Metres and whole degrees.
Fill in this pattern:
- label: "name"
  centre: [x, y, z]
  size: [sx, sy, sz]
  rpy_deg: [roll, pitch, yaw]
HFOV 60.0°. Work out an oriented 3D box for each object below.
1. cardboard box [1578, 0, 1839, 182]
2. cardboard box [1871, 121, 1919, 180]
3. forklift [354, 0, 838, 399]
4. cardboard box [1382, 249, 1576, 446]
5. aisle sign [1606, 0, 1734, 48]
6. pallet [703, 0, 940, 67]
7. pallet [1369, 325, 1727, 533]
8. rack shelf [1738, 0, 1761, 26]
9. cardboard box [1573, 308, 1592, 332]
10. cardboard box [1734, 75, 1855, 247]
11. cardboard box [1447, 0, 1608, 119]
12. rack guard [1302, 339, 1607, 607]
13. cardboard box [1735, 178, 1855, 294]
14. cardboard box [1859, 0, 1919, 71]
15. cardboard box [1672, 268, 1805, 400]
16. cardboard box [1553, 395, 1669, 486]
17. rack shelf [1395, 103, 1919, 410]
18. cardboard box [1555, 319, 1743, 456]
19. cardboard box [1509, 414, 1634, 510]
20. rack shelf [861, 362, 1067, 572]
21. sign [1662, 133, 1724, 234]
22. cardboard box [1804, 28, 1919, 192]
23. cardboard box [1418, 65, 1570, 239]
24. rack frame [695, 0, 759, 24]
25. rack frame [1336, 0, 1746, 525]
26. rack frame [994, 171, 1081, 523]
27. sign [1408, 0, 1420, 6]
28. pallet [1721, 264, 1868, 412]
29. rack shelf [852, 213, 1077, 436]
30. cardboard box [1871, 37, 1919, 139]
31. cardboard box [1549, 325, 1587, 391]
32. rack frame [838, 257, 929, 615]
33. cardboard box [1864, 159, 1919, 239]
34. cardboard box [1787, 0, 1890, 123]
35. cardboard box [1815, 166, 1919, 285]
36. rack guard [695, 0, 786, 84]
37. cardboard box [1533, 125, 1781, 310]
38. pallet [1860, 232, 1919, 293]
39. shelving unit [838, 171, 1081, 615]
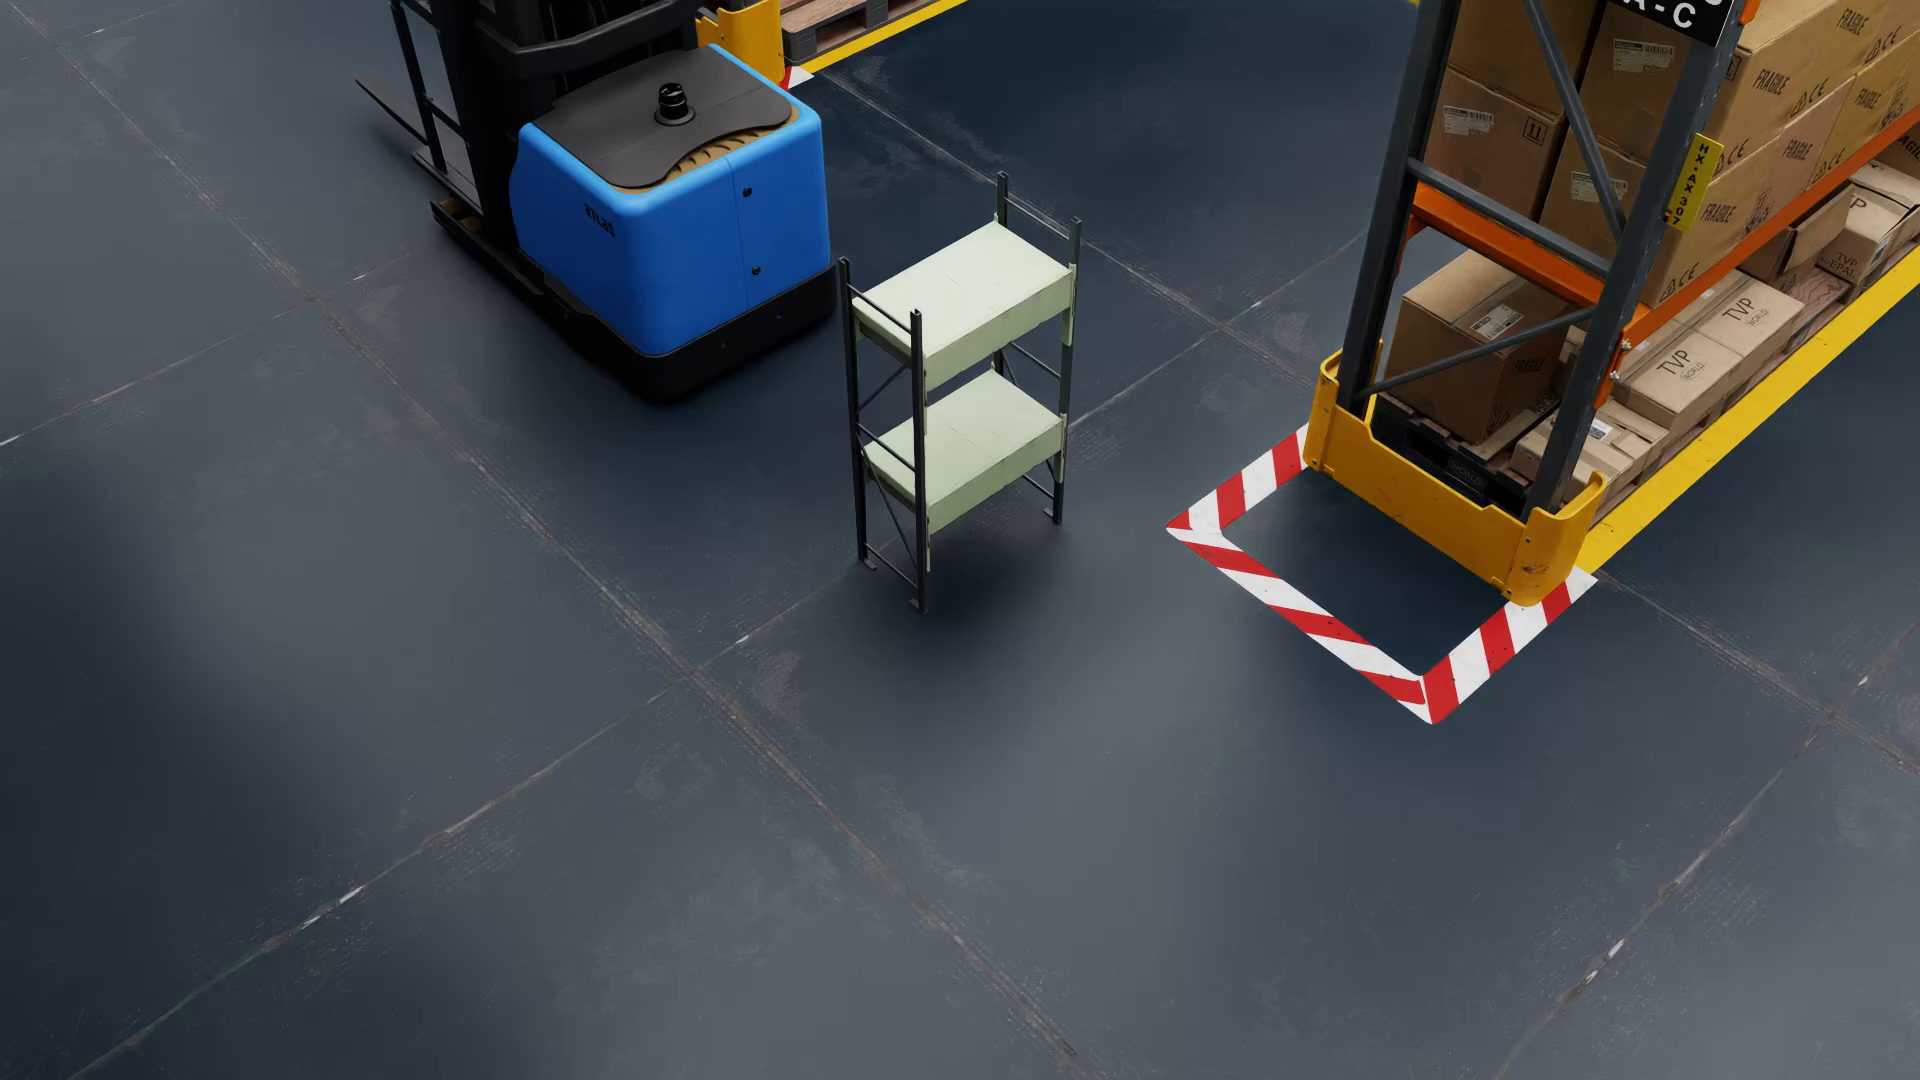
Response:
- label: "cardboard box"
  centre: [2.399, -1.549, 5.390]
  size: [0.500, 0.500, 0.500]
  rpy_deg: [-32, 55, -26]
- label: "cardboard box"
  centre: [4.622, -1.943, 7.904]
  size: [0.500, 0.500, 0.500]
  rpy_deg: [-34, 56, -27]
- label: "forklift"
  centre: [-1.918, -2.612, 7.166]
  size: [1.130, 2.935, 3.031]
  rpy_deg: [-33, 55, -27]
- label: "cardboard box"
  centre: [2.129, -0.804, 6.853]
  size: [0.500, 0.500, 0.500]
  rpy_deg: [-34, 56, -27]
- label: "aisle sign"
  centre: [2.040, -1.788, 4.590]
  size: [0.004, 0.787, 0.394]
  rpy_deg: [-34, 56, -27]
- label: "pallet"
  centre: [-0.800, -3.237, 9.593]
  size: [1.213, 0.211, 1.003]
  rpy_deg: [-34, 56, -27]
- label: "pallet"
  centre: [2.538, -0.587, 7.148]
  size: [1.213, 0.211, 1.003]
  rpy_deg: [-34, 56, -27]
- label: "rack shelf"
  centre: [3.373, -2.862, 5.799]
  size: [4.000, 0.370, 1.077]
  rpy_deg: [-34, 56, -27]
- label: "cardboard box"
  centre: [2.852, -1.173, 7.363]
  size: [0.500, 0.250, 0.500]
  rpy_deg: [-34, 56, -27]
- label: "cardboard box"
  centre: [2.777, -1.468, 5.996]
  size: [0.500, 0.500, 0.500]
  rpy_deg: [-34, 56, -27]
- label: "cardboard box"
  centre: [2.037, -1.843, 5.661]
  size: [0.500, 0.500, 0.500]
  rpy_deg: [-34, 56, -27]
- label: "rack guard"
  centre: [1.949, -0.290, 6.677]
  size: [0.348, 0.500, 1.175]
  rpy_deg: [-34, 56, -27]
- label: "cardboard box"
  centre: [3.466, -1.449, 7.445]
  size: [0.637, 0.503, 0.797]
  rpy_deg: [-34, 56, -27]
- label: "cardboard box"
  centre: [3.154, -2.056, 5.858]
  size: [0.500, 0.500, 0.500]
  rpy_deg: [-33, 55, -27]
- label: "cardboard box"
  centre: [3.226, -0.926, 7.135]
  size: [0.500, 0.250, 0.500]
  rpy_deg: [-34, 56, -27]
- label: "cardboard box"
  centre: [2.619, -0.432, 6.736]
  size: [0.250, 0.166, 0.380]
  rpy_deg: [-34, 56, -27]
- label: "rack shelf"
  centre: [3.373, -1.845, 6.901]
  size: [4.000, 0.370, 1.077]
  rpy_deg: [-34, 56, -27]
- label: "cardboard box"
  centre: [2.856, -0.679, 6.907]
  size: [0.500, 0.250, 0.500]
  rpy_deg: [-34, 56, -27]
- label: "cardboard box"
  centre: [2.434, -0.303, 6.629]
  size: [0.250, 0.149, 0.380]
  rpy_deg: [-34, 56, -27]
- label: "rack shelf"
  centre: [0.005, -0.291, 6.441]
  size: [0.720, 0.370, 0.431]
  rpy_deg: [-34, 56, -27]
- label: "sign"
  centre: [2.258, -1.099, 5.134]
  size: [0.005, 0.325, 0.100]
  rpy_deg: [-34, 56, -27]
- label: "cardboard box"
  centre: [3.150, -1.715, 6.223]
  size: [0.500, 0.500, 0.500]
  rpy_deg: [-34, 56, -27]
- label: "cardboard box"
  centre: [2.041, -1.504, 6.028]
  size: [0.500, 0.500, 0.500]
  rpy_deg: [-32, 55, -26]
- label: "rack frame"
  centre: [-1.437, -3.796, 8.211]
  size: [0.127, 3.000, 1.000]
  rpy_deg: [-34, 56, -27]
- label: "rack frame"
  centre: [1.893, -1.100, 5.724]
  size: [0.127, 3.000, 1.000]
  rpy_deg: [-34, 56, -27]
- label: "rack frame"
  centre: [0.276, -0.693, 6.369]
  size: [0.023, 1.500, 0.400]
  rpy_deg: [-34, 56, -27]
- label: "sign"
  centre: [1.534, -1.912, 5.470]
  size: [0.005, 0.325, 0.100]
  rpy_deg: [-34, 56, -27]
- label: "pallet"
  centre: [3.441, -1.187, 7.702]
  size: [1.213, 0.211, 1.003]
  rpy_deg: [-34, 56, -27]
- label: "rack shelf"
  centre: [0.005, -0.777, 5.915]
  size: [0.720, 0.370, 0.431]
  rpy_deg: [-34, 56, -27]
- label: "cardboard box"
  centre: [3.521, -1.961, 6.450]
  size: [0.500, 0.500, 0.500]
  rpy_deg: [-33, 55, -27]
- label: "cardboard box"
  centre: [2.490, -0.843, 7.115]
  size: [0.250, 0.166, 0.380]
  rpy_deg: [-34, 56, -27]
- label: "rack frame"
  centre: [-0.266, -0.331, 6.035]
  size: [0.023, 1.500, 0.400]
  rpy_deg: [-34, 56, -27]
- label: "cardboard box"
  centre: [4.385, -1.606, 7.832]
  size: [0.250, 0.149, 0.380]
  rpy_deg: [-34, 56, -27]
- label: "cardboard box"
  centre: [2.780, -1.812, 5.632]
  size: [0.500, 0.500, 0.500]
  rpy_deg: [-33, 55, -27]
- label: "cardboard box"
  centre: [4.067, -1.509, 7.631]
  size: [0.500, 0.311, 0.500]
  rpy_deg: [-34, 56, -27]
- label: "rack guard"
  centre: [-1.446, -2.929, 9.112]
  size: [0.348, 0.500, 1.175]
  rpy_deg: [-34, 56, -27]
- label: "cardboard box"
  centre: [2.399, -1.210, 5.758]
  size: [0.500, 0.500, 0.500]
  rpy_deg: [-33, 55, -26]
- label: "pallet"
  centre: [4.344, -1.793, 8.261]
  size: [1.213, 0.211, 1.003]
  rpy_deg: [-34, 56, -27]
- label: "shelving unit"
  centre: [0.005, -0.512, 6.202]
  size: [0.755, 1.500, 0.431]
  rpy_deg: [-34, 56, -27]
